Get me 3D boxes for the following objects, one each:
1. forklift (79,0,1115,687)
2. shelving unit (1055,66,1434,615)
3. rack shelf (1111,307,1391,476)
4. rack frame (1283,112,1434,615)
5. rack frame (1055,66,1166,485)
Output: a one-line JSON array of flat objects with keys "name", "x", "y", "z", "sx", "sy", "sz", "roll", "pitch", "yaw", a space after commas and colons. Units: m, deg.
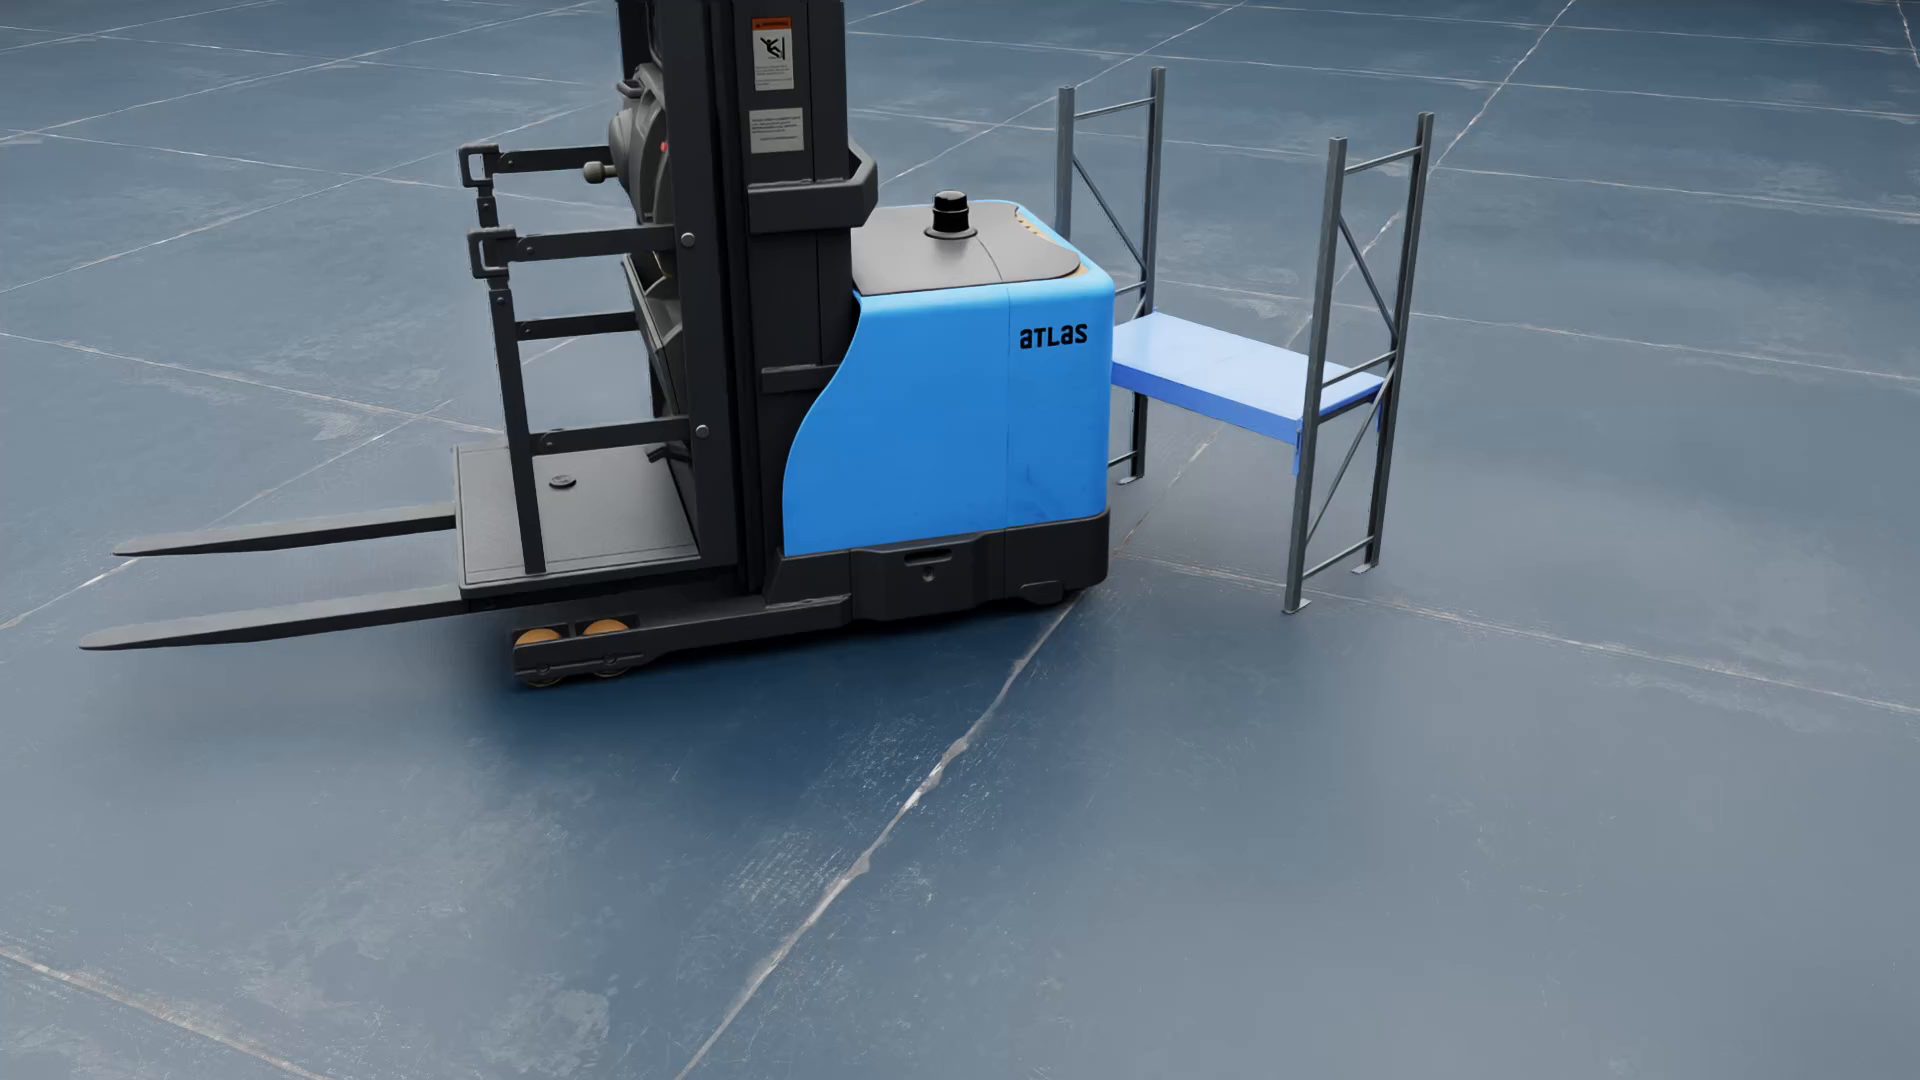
[{"name": "forklift", "x": -1.099, "y": -1.145, "z": 4.758, "sx": 3.031, "sy": 2.935, "sz": 1.130, "roll": -7, "pitch": 27, "yaw": -15}, {"name": "shelving unit", "x": 0.859, "y": -0.676, "z": 5.426, "sx": 0.538, "sy": 1.500, "sz": 1.048, "roll": -24, "pitch": 35, "yaw": -39}, {"name": "rack shelf", "x": 0.859, "y": -0.515, "z": 5.506, "sx": 0.538, "sy": 0.185, "sz": 1.000, "roll": -24, "pitch": 35, "yaw": -39}, {"name": "rack frame", "x": 1.216, "y": -0.517, "z": 5.102, "sx": 0.500, "sy": 1.500, "sz": 0.032, "roll": -24, "pitch": 35, "yaw": -39}, {"name": "rack frame", "x": 0.501, "y": -0.836, "z": 5.751, "sx": 0.500, "sy": 1.500, "sz": 0.032, "roll": -24, "pitch": 35, "yaw": -39}]
